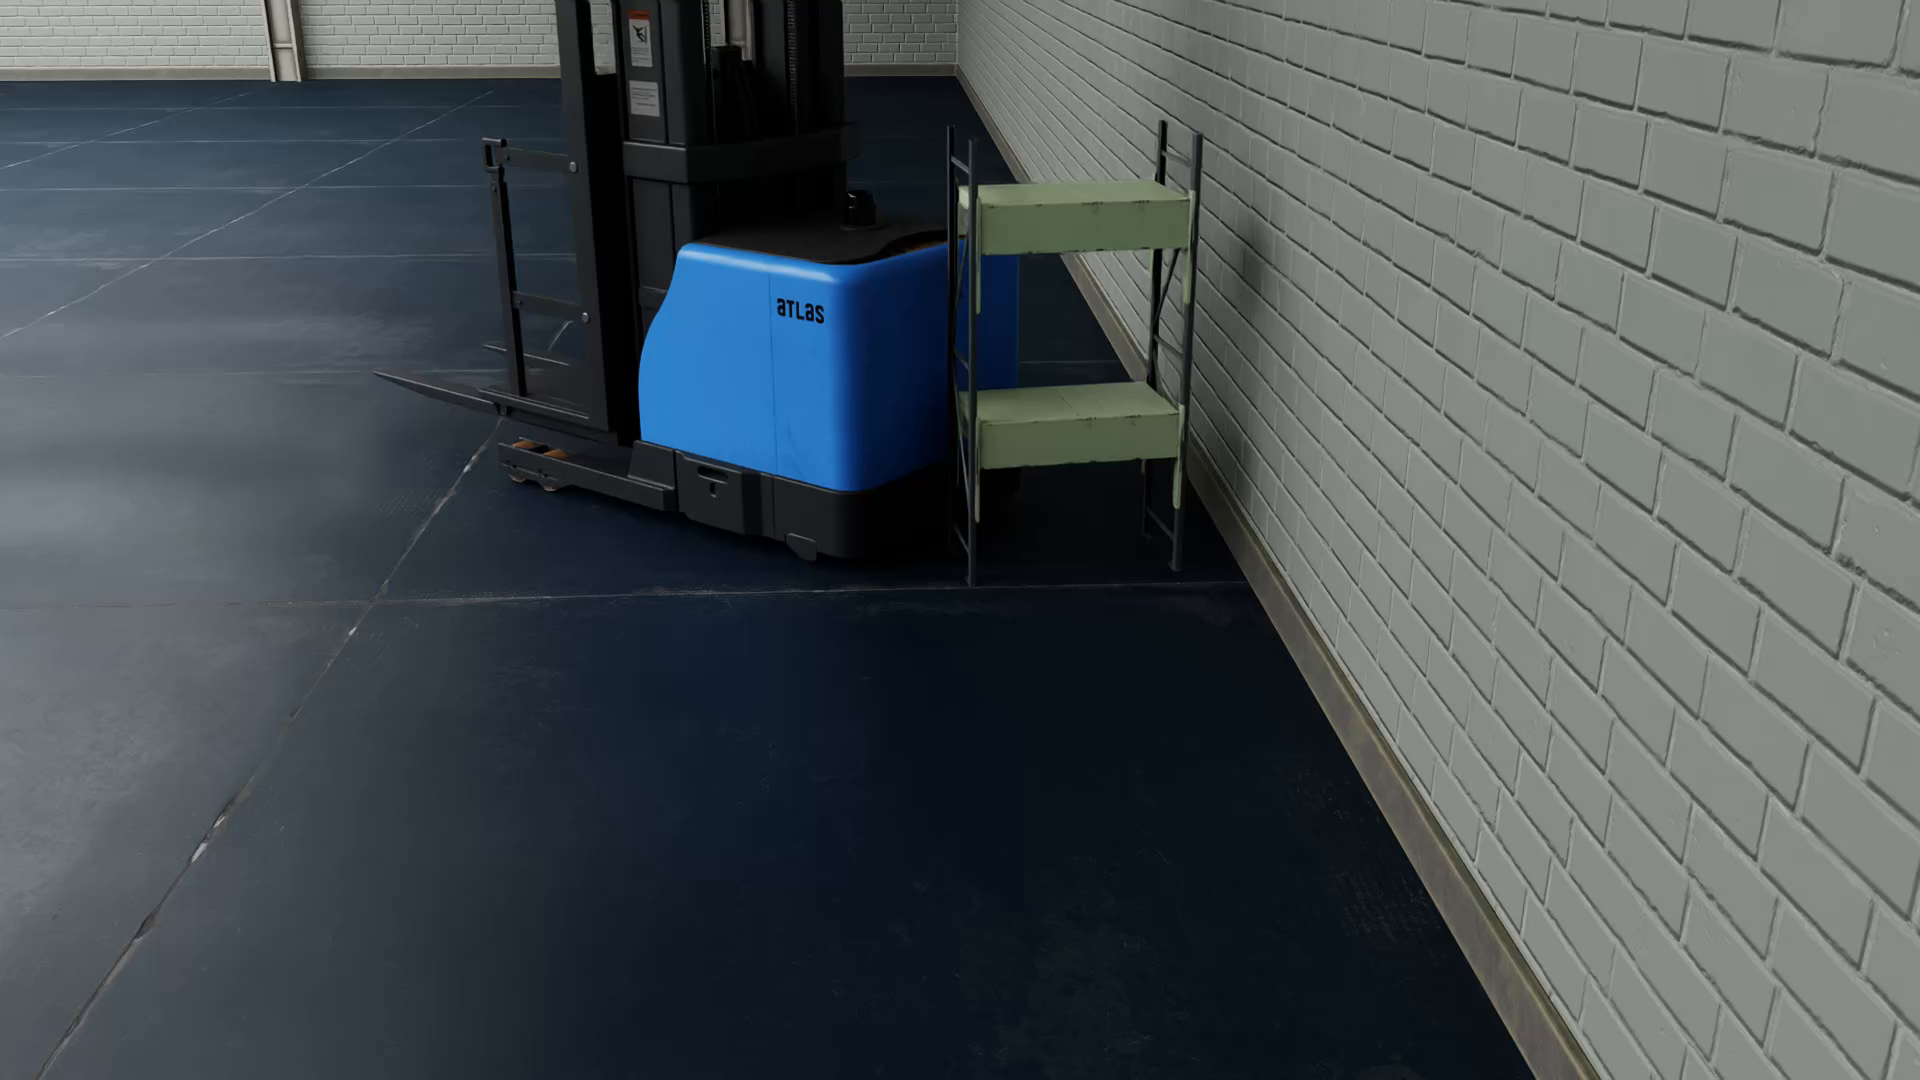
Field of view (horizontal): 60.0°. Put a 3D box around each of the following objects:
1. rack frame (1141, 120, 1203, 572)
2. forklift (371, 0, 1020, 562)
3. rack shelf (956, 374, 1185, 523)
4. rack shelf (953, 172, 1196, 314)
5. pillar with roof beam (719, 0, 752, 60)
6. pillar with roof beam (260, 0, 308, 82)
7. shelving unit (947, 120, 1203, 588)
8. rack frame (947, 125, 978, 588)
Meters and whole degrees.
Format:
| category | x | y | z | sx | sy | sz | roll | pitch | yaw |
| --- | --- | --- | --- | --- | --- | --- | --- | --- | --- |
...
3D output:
| category | x | y | z | sx | sy | sz | roll | pitch | yaw |
| --- | --- | --- | --- | --- | --- | --- | --- | --- | --- |
| rack frame | 0.725 | -0.658 | 5.741 | 0.023 | 1.500 | 0.400 | -4 | 21 | -11 |
| forklift | -1.248 | -1.695 | 6.455 | 3.031 | 2.935 | 1.130 | 15 | 25 | 34 |
| rack shelf | 0.366 | -0.328 | 5.790 | 0.720 | 0.370 | 0.431 | -4 | 21 | -11 |
| rack shelf | 0.366 | -0.997 | 5.535 | 0.720 | 0.370 | 0.431 | -4 | 21 | -11 |
| pillar with roof beam | -2.770 | -8.978 | 17.055 | 0.400 | 9.000 | 9.100 | -1 | 21 | -3 |
| pillar with roof beam | -8.760 | -8.856 | 16.735 | 0.400 | 9.000 | 9.100 | -1 | 21 | -3 |
| shelving unit | 0.366 | -0.632 | 5.674 | 0.755 | 1.500 | 0.431 | -4 | 21 | -11 |
| rack frame | 0.007 | -0.607 | 5.607 | 0.023 | 1.500 | 0.400 | -4 | 21 | -11 |
